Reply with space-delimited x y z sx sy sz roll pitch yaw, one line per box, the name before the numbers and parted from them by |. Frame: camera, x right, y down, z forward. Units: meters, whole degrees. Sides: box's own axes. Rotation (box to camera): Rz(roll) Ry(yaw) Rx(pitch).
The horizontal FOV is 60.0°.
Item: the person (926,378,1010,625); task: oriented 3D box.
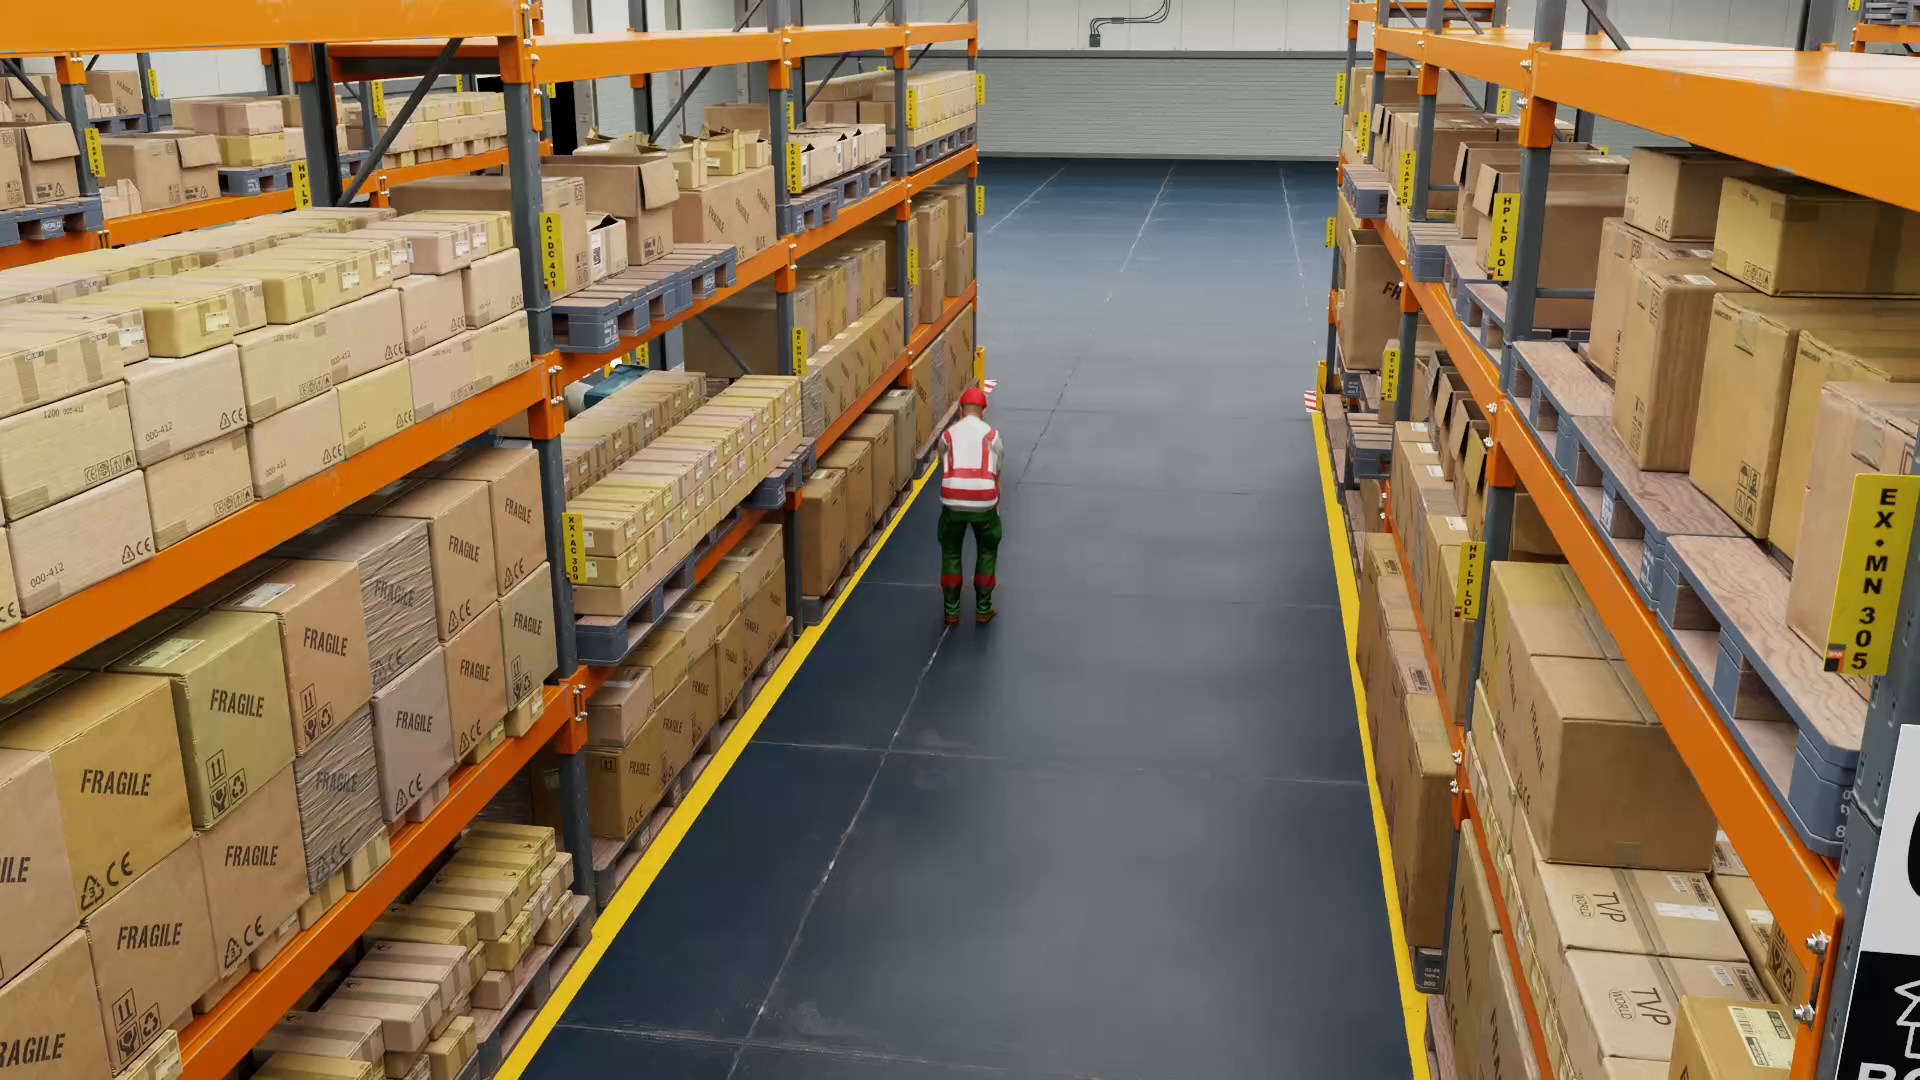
person | 0.057 -0.267 11.869 0.607 1.777 0.454 2 18 5
